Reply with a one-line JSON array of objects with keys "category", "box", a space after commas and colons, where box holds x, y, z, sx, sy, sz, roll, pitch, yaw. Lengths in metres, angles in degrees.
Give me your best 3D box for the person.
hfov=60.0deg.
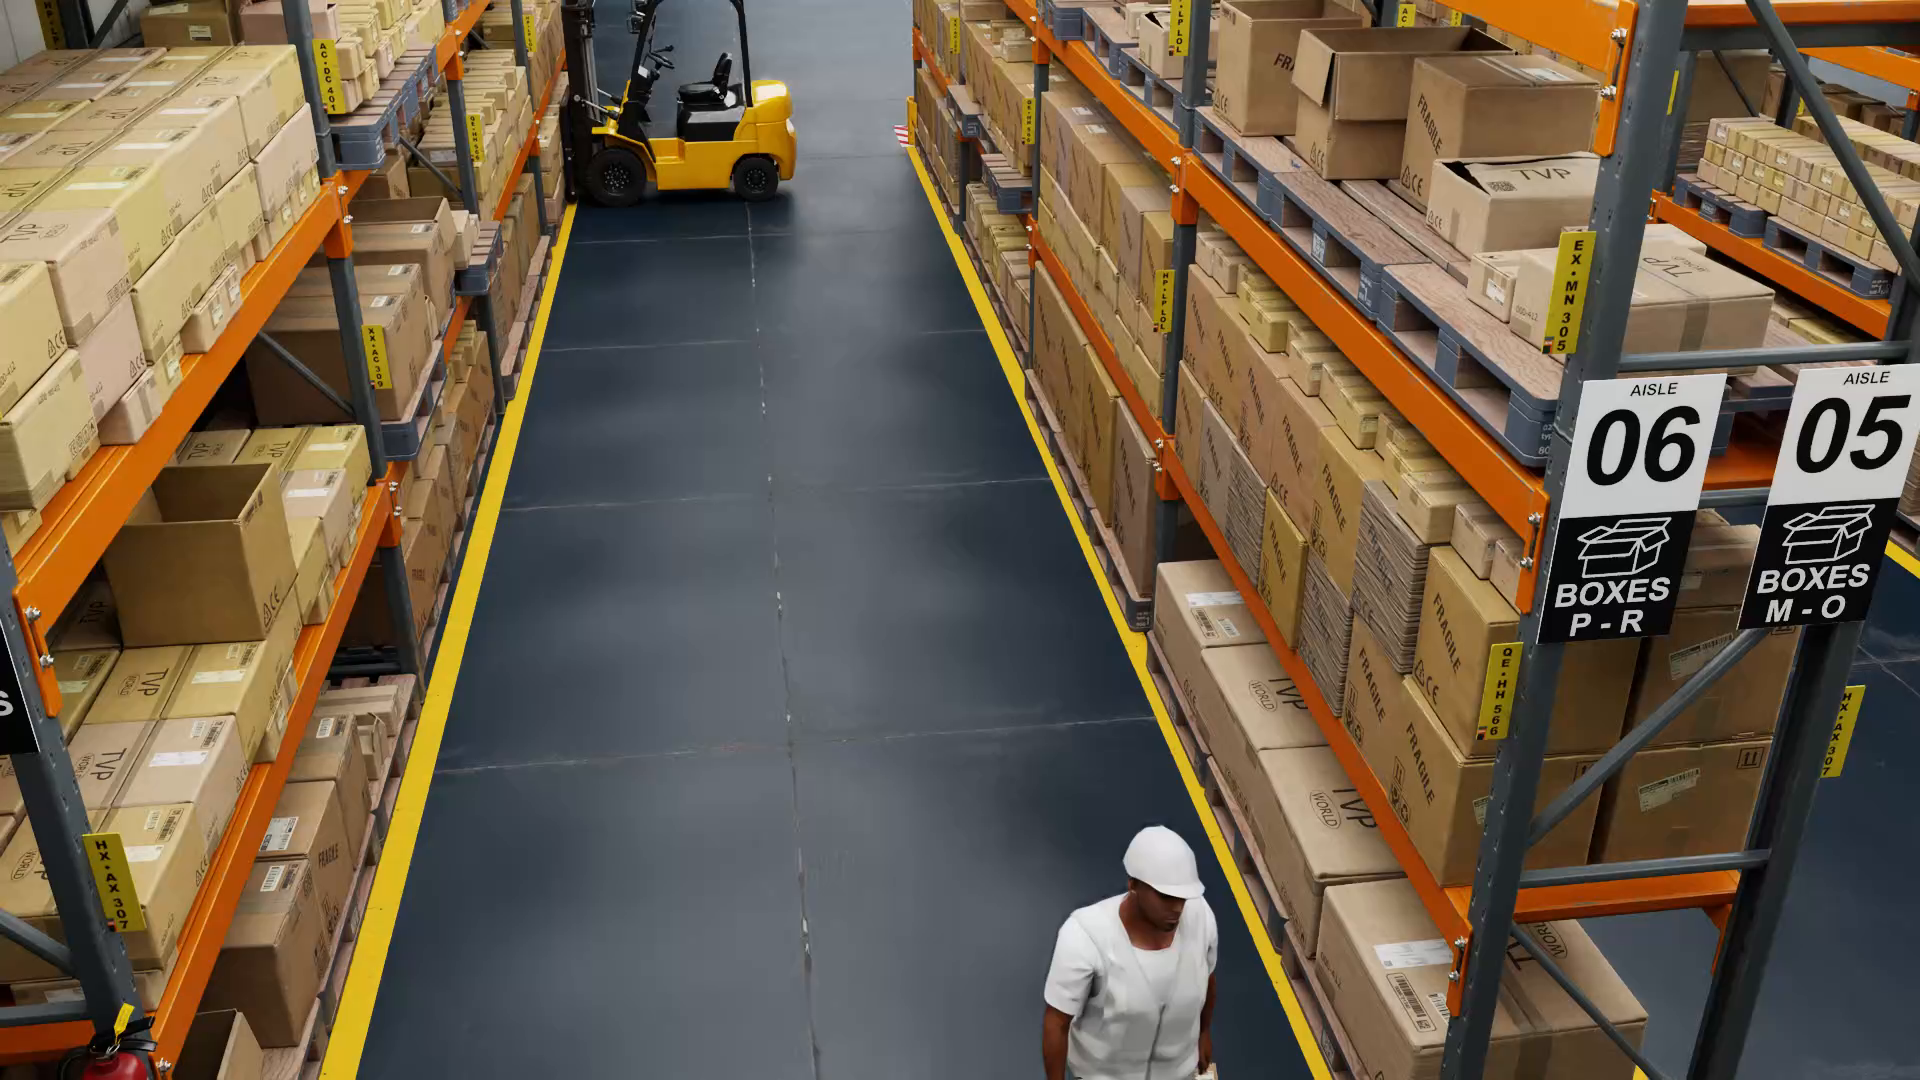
[{"category": "person", "box": [0.560, 1.712, 5.258, 0.645, 1.796, 0.779, -6, 28, -12]}]
